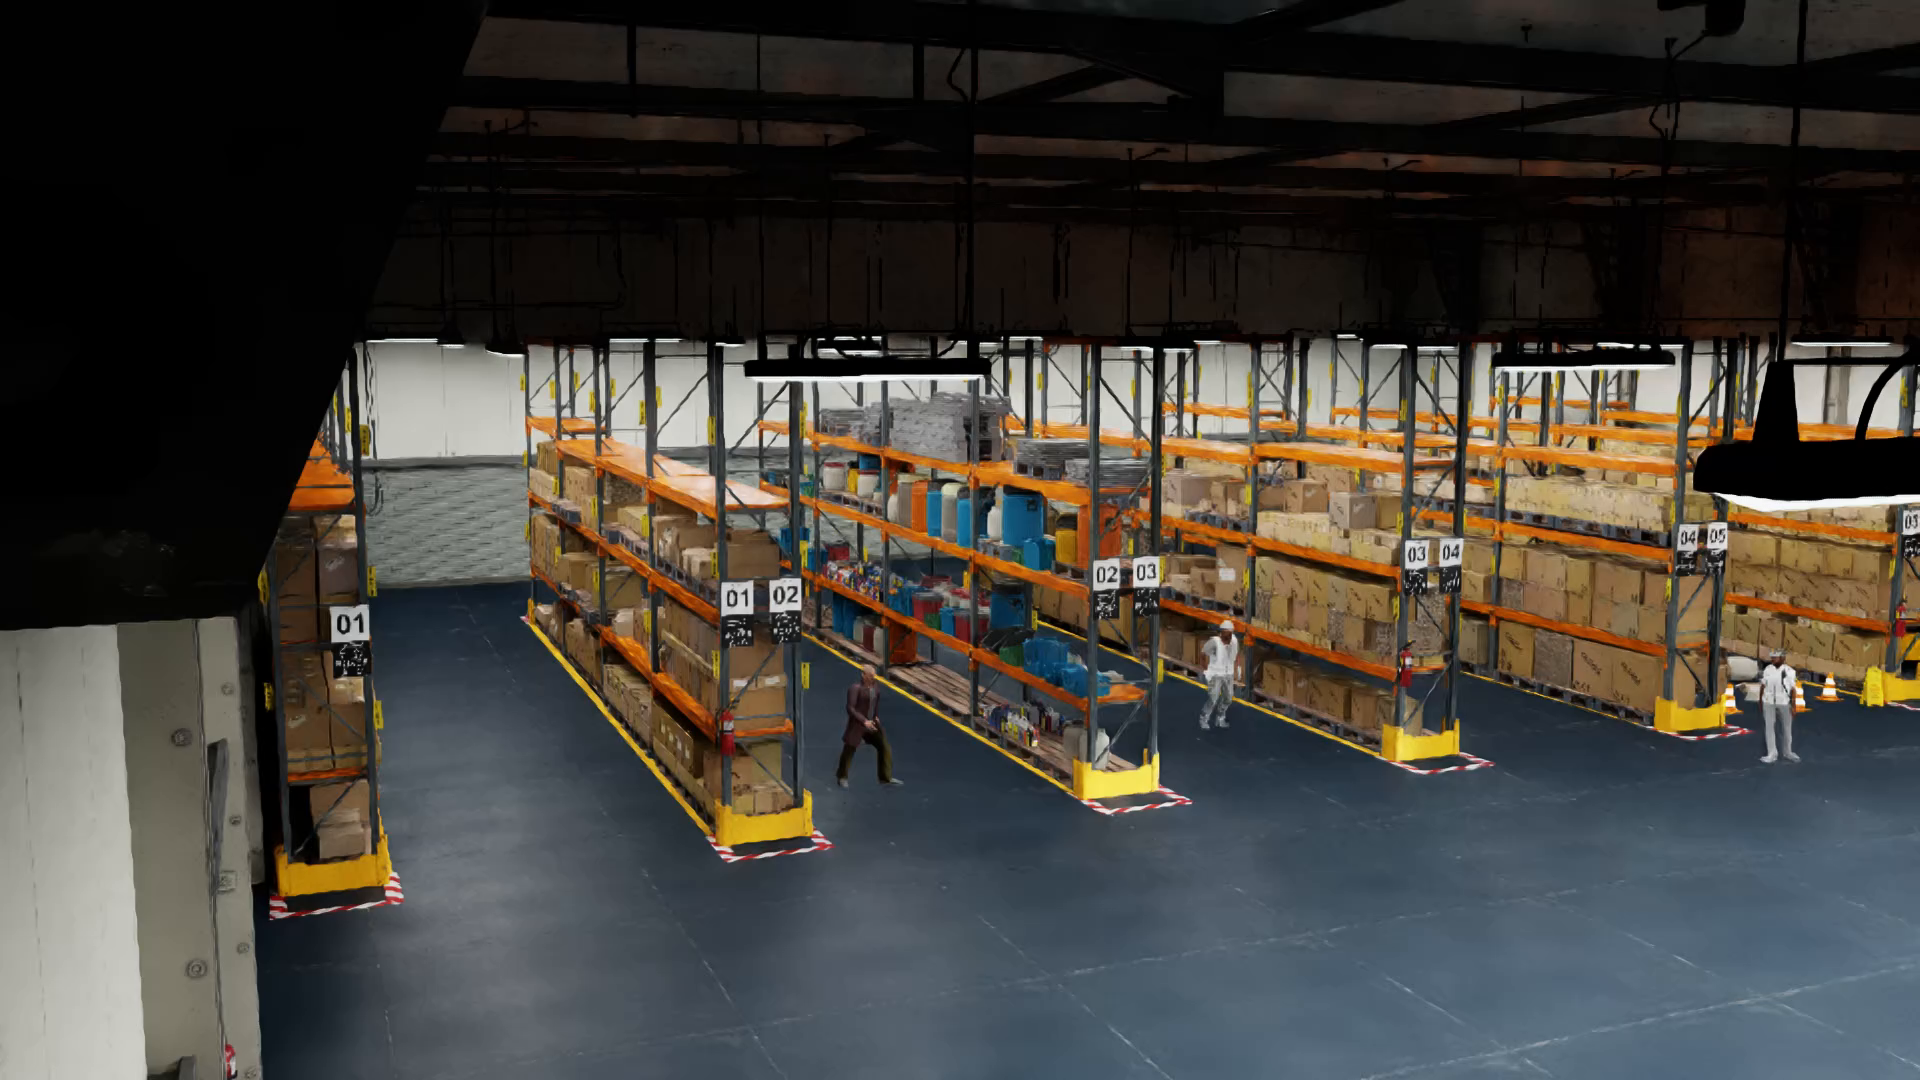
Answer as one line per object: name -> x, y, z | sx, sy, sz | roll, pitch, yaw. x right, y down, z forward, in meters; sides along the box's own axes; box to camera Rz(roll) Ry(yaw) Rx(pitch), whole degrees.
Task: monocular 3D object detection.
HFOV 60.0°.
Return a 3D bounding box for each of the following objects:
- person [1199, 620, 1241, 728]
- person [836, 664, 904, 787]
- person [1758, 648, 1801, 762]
person -> 4.036, 2.071, 25.698 | 0.702, 1.735, 0.549 | -3, 8, -24
person -> -1.299, 2.496, 22.437 | 0.723, 1.717, 0.873 | -7, 10, -41
person -> 11.776, 2.351, 23.871 | 0.562, 1.664, 0.526 | 7, 10, 40
